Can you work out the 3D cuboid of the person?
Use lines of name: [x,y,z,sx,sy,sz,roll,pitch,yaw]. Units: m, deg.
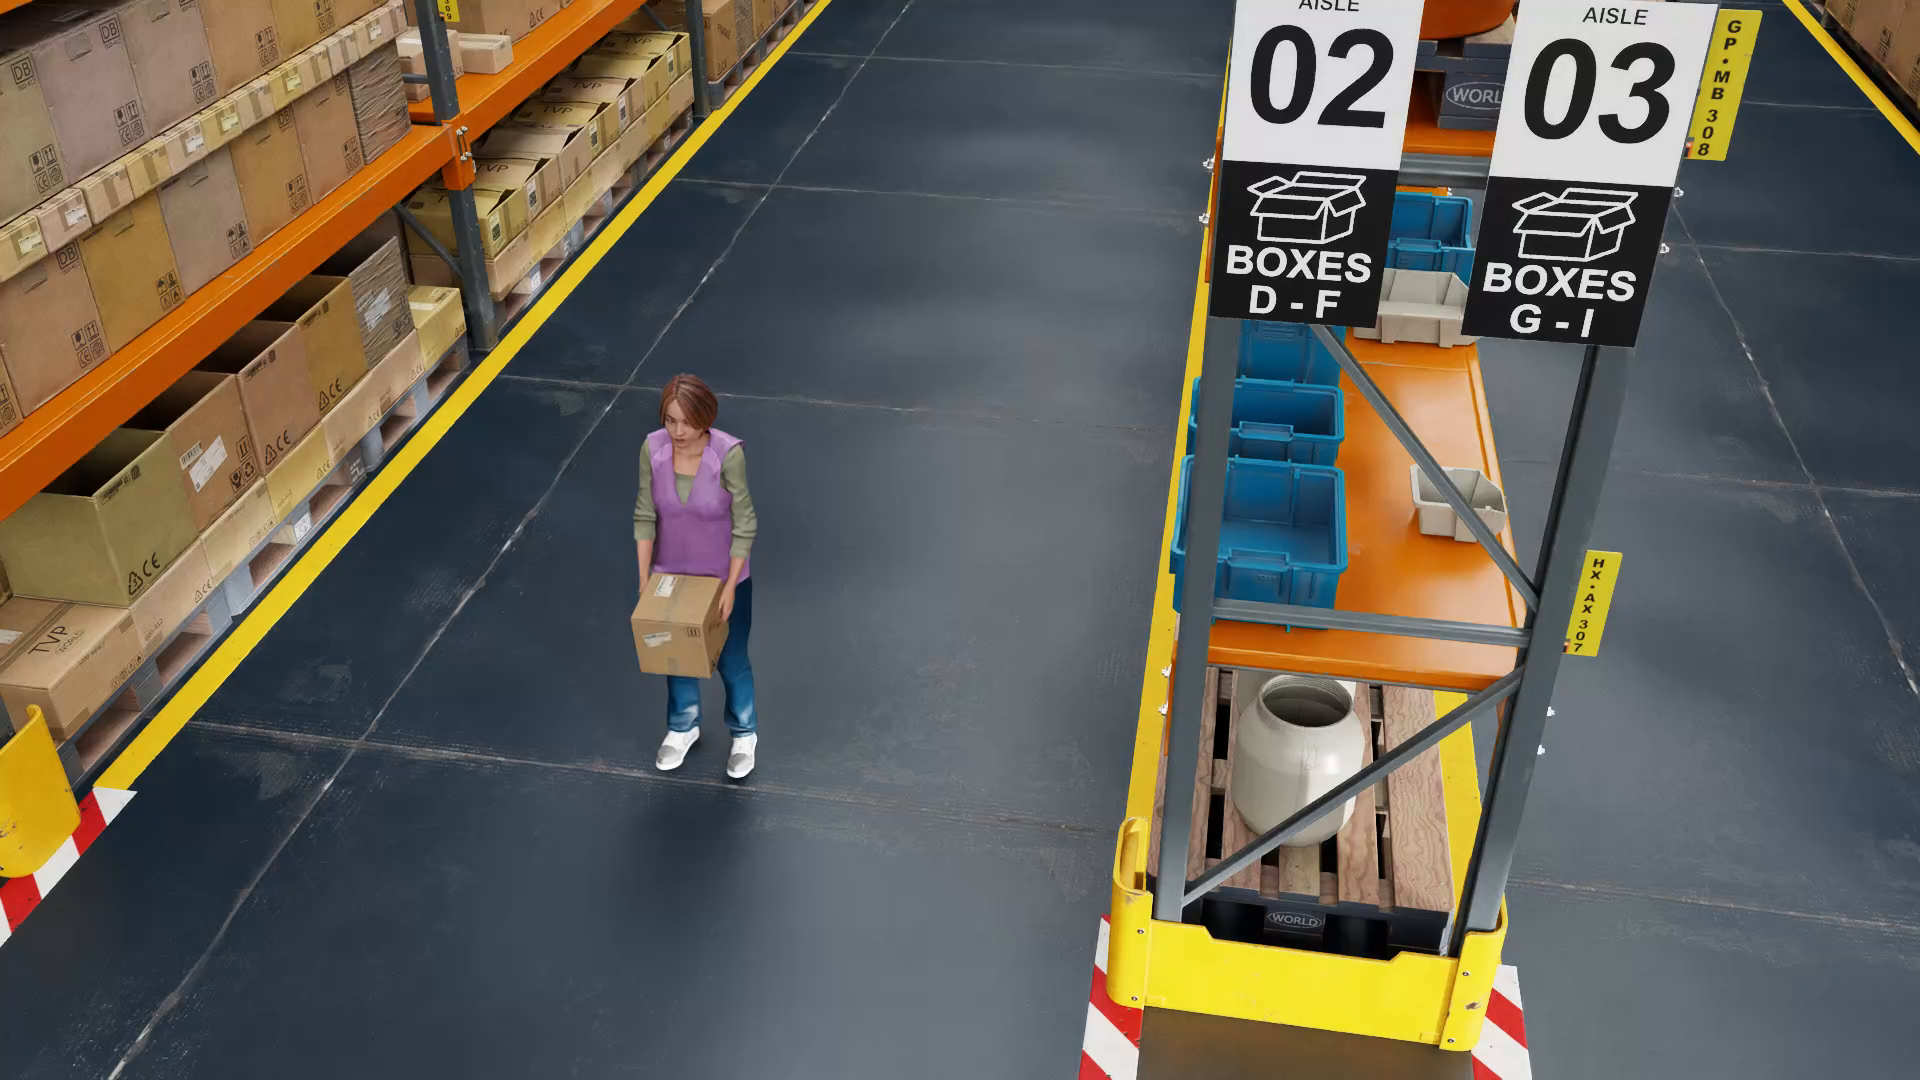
person: [-0.929,0.149,5.909,0.444,1.603,0.397,5,33,7]
